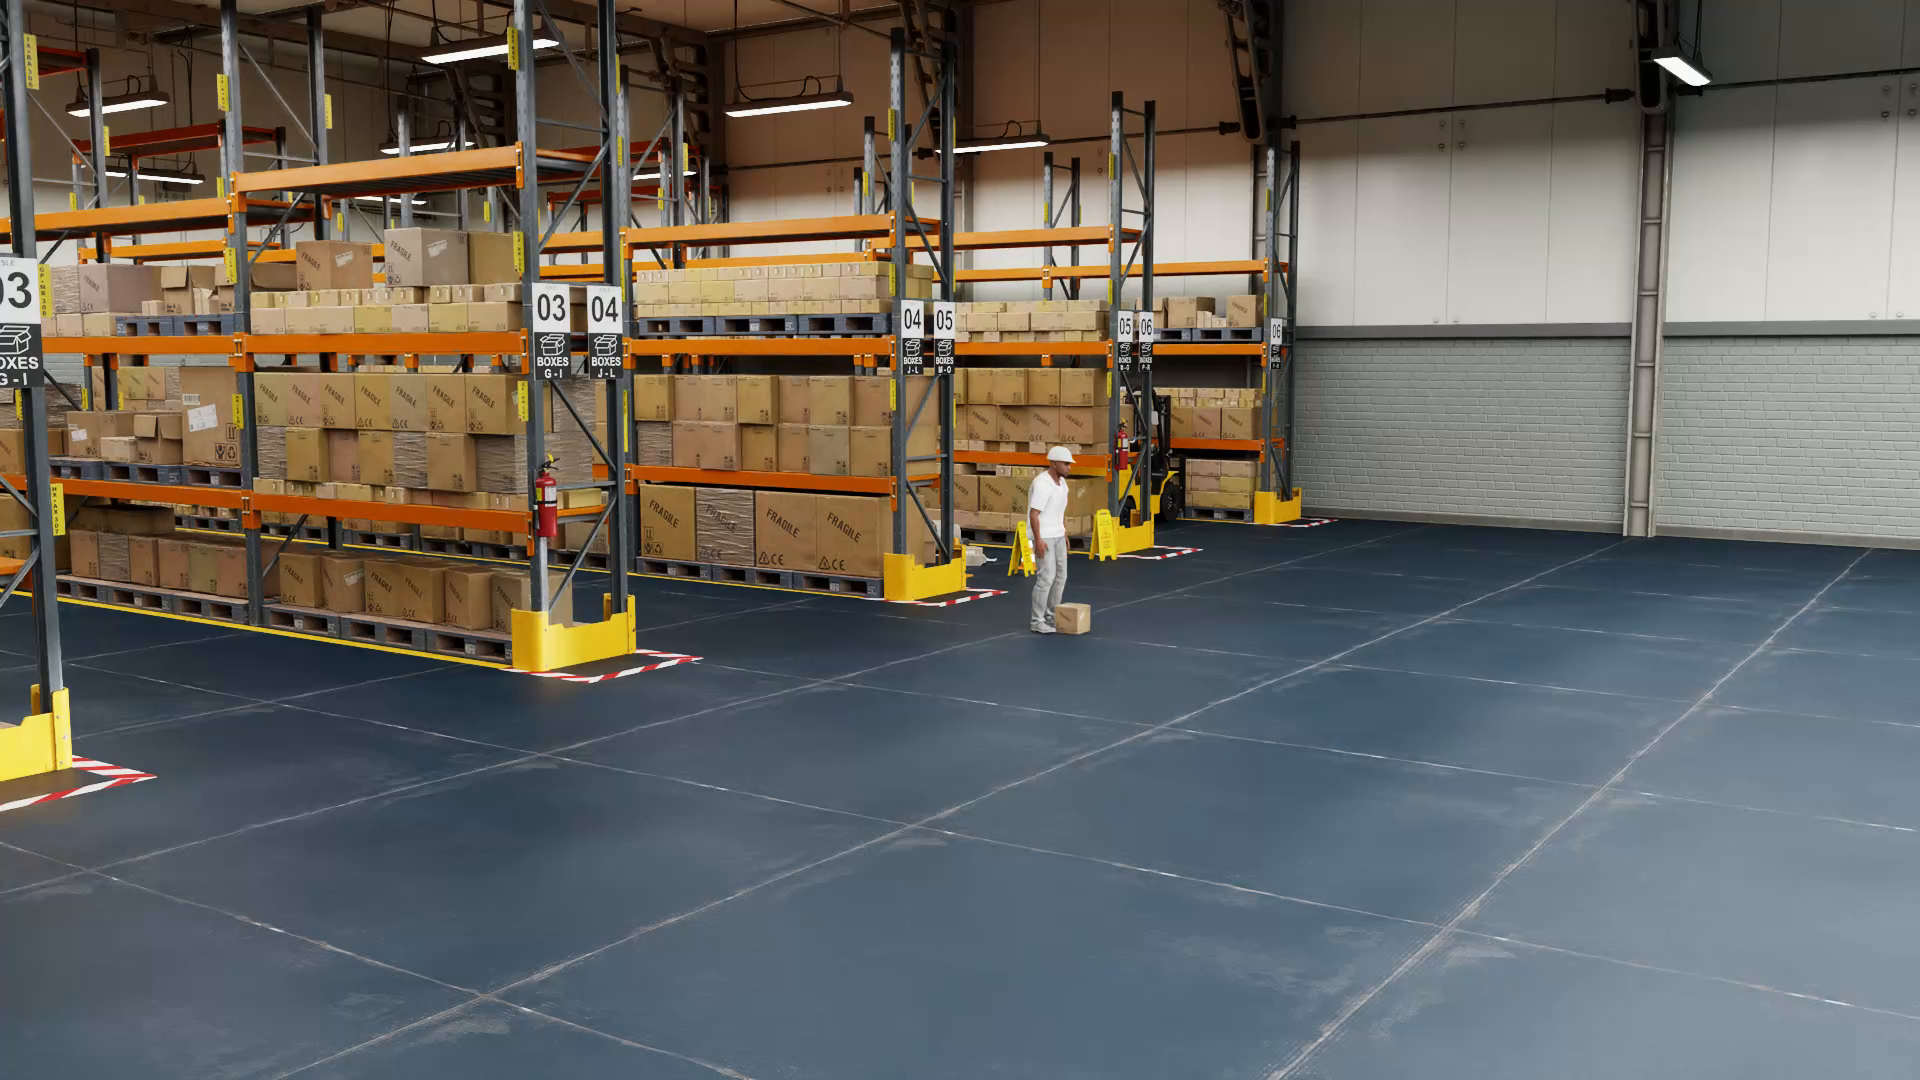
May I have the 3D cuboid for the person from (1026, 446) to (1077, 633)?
[{"bbox_3d":[0.875,-0.015,15.842,0.461,1.759,0.628,4,7,30],"label":"person"}]
